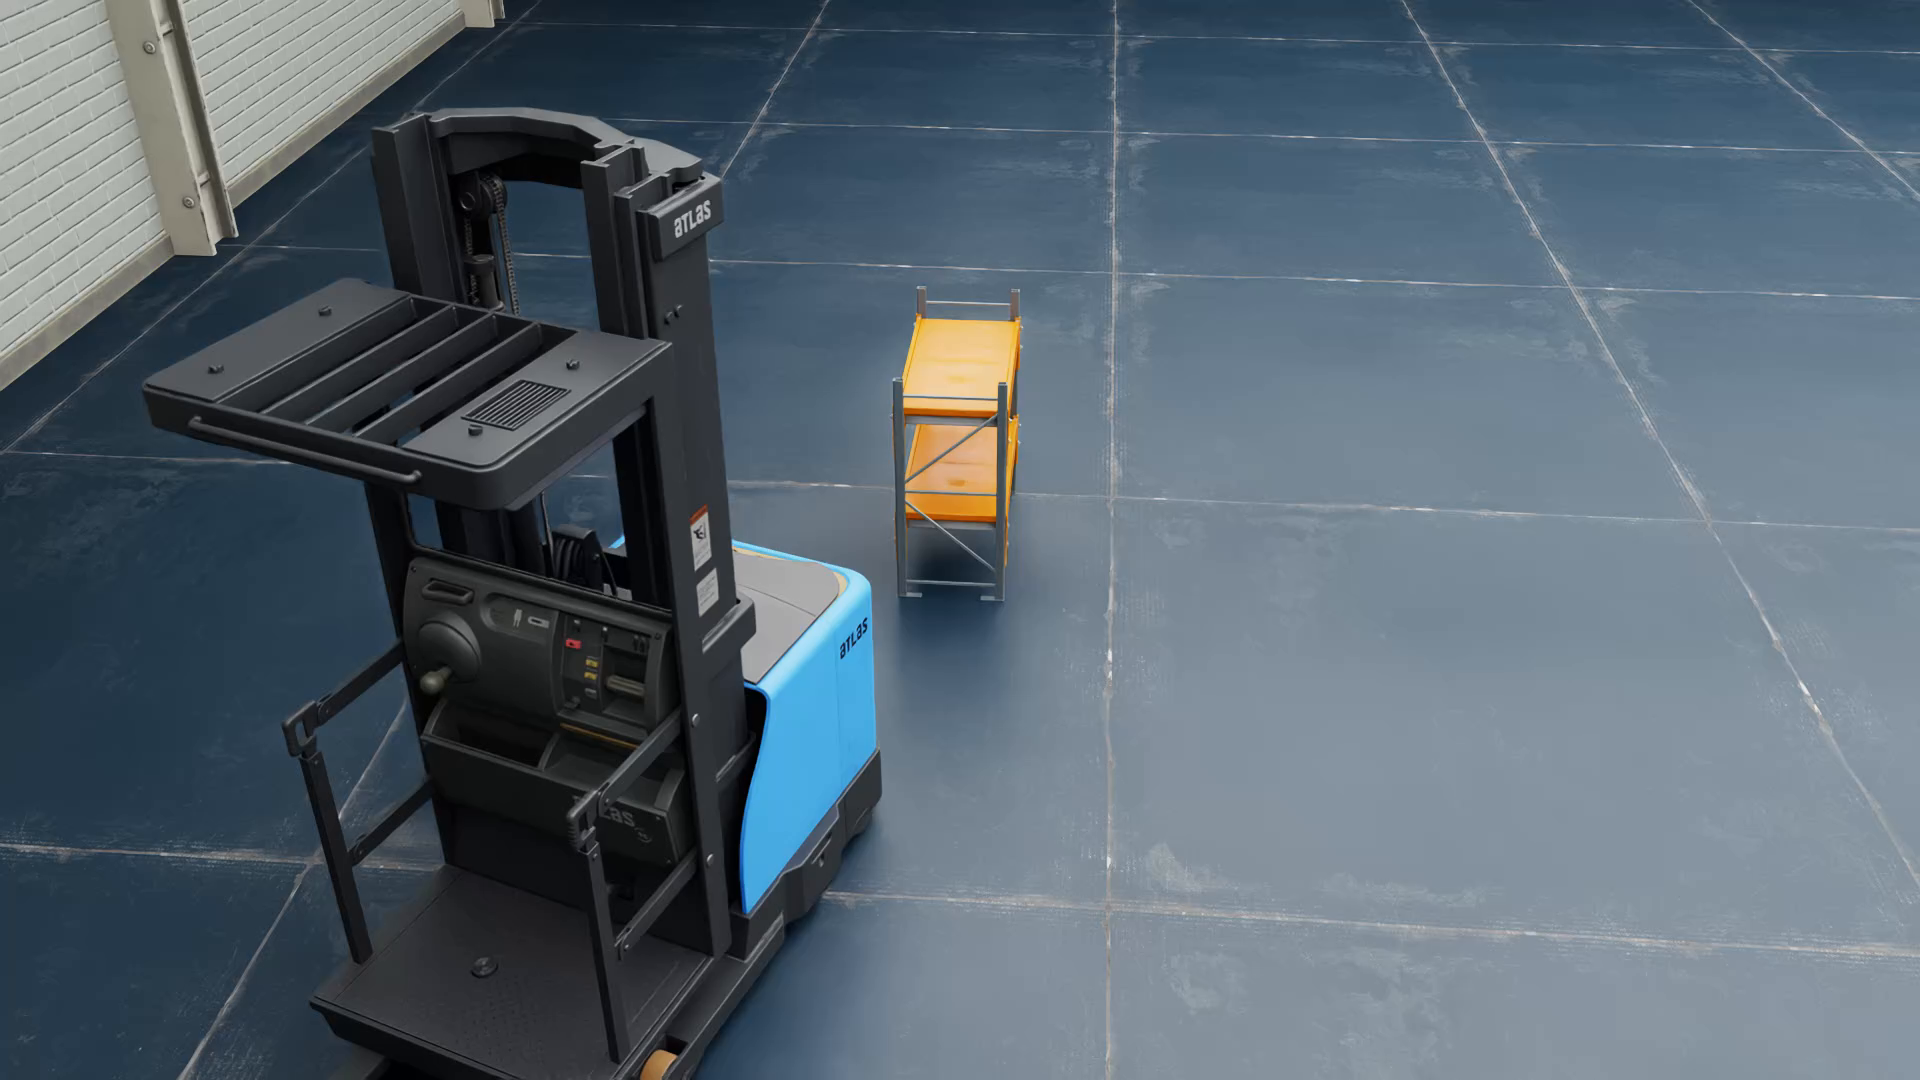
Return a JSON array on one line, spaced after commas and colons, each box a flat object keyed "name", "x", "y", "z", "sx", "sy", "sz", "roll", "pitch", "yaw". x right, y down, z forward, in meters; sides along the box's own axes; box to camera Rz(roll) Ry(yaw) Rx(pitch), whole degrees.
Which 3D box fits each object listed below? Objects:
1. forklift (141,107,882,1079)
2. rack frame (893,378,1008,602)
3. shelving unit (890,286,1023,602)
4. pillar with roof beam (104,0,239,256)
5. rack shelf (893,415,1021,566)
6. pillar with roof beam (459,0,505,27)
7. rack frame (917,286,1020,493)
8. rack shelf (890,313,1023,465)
[{"name": "forklift", "x": -1.370, "y": 0.388, "z": 4.827, "sx": 1.130, "sy": 2.935, "sz": 3.031, "roll": 13, "pitch": 34, "yaw": 20}, {"name": "rack frame", "x": -0.042, "y": -0.210, "z": 7.518, "sx": 0.500, "sy": 1.125, "sz": 0.032, "roll": 2, "pitch": 32, "yaw": 4}, {"name": "shelving unit", "x": -0.001, "y": -0.475, "z": 7.949, "sx": 0.538, "sy": 1.125, "sz": 1.048, "roll": 2, "pitch": 32, "yaw": 4}, {"name": "pillar with roof beam", "x": -0.973, "y": -5.708, "z": 8.935, "sx": 9.100, "sy": 9.000, "sz": 0.400, "roll": 2, "pitch": 32, "yaw": 4}, {"name": "rack shelf", "x": -0.001, "y": -0.267, "z": 8.077, "sx": 0.538, "sy": 0.278, "sz": 1.000, "roll": 2, "pitch": 32, "yaw": 4}, {"name": "pillar with roof beam", "x": -0.485, "y": -8.845, "z": 14.026, "sx": 9.100, "sy": 9.000, "sz": 0.400, "roll": 2, "pitch": 32, "yaw": 4}, {"name": "rack frame", "x": 0.041, "y": -0.741, "z": 8.380, "sx": 0.500, "sy": 1.125, "sz": 0.032, "roll": 2, "pitch": 32, "yaw": 4}, {"name": "rack shelf", "x": -0.001, "y": -0.725, "z": 7.796, "sx": 0.538, "sy": 0.278, "sz": 1.000, "roll": 2, "pitch": 32, "yaw": 4}]
